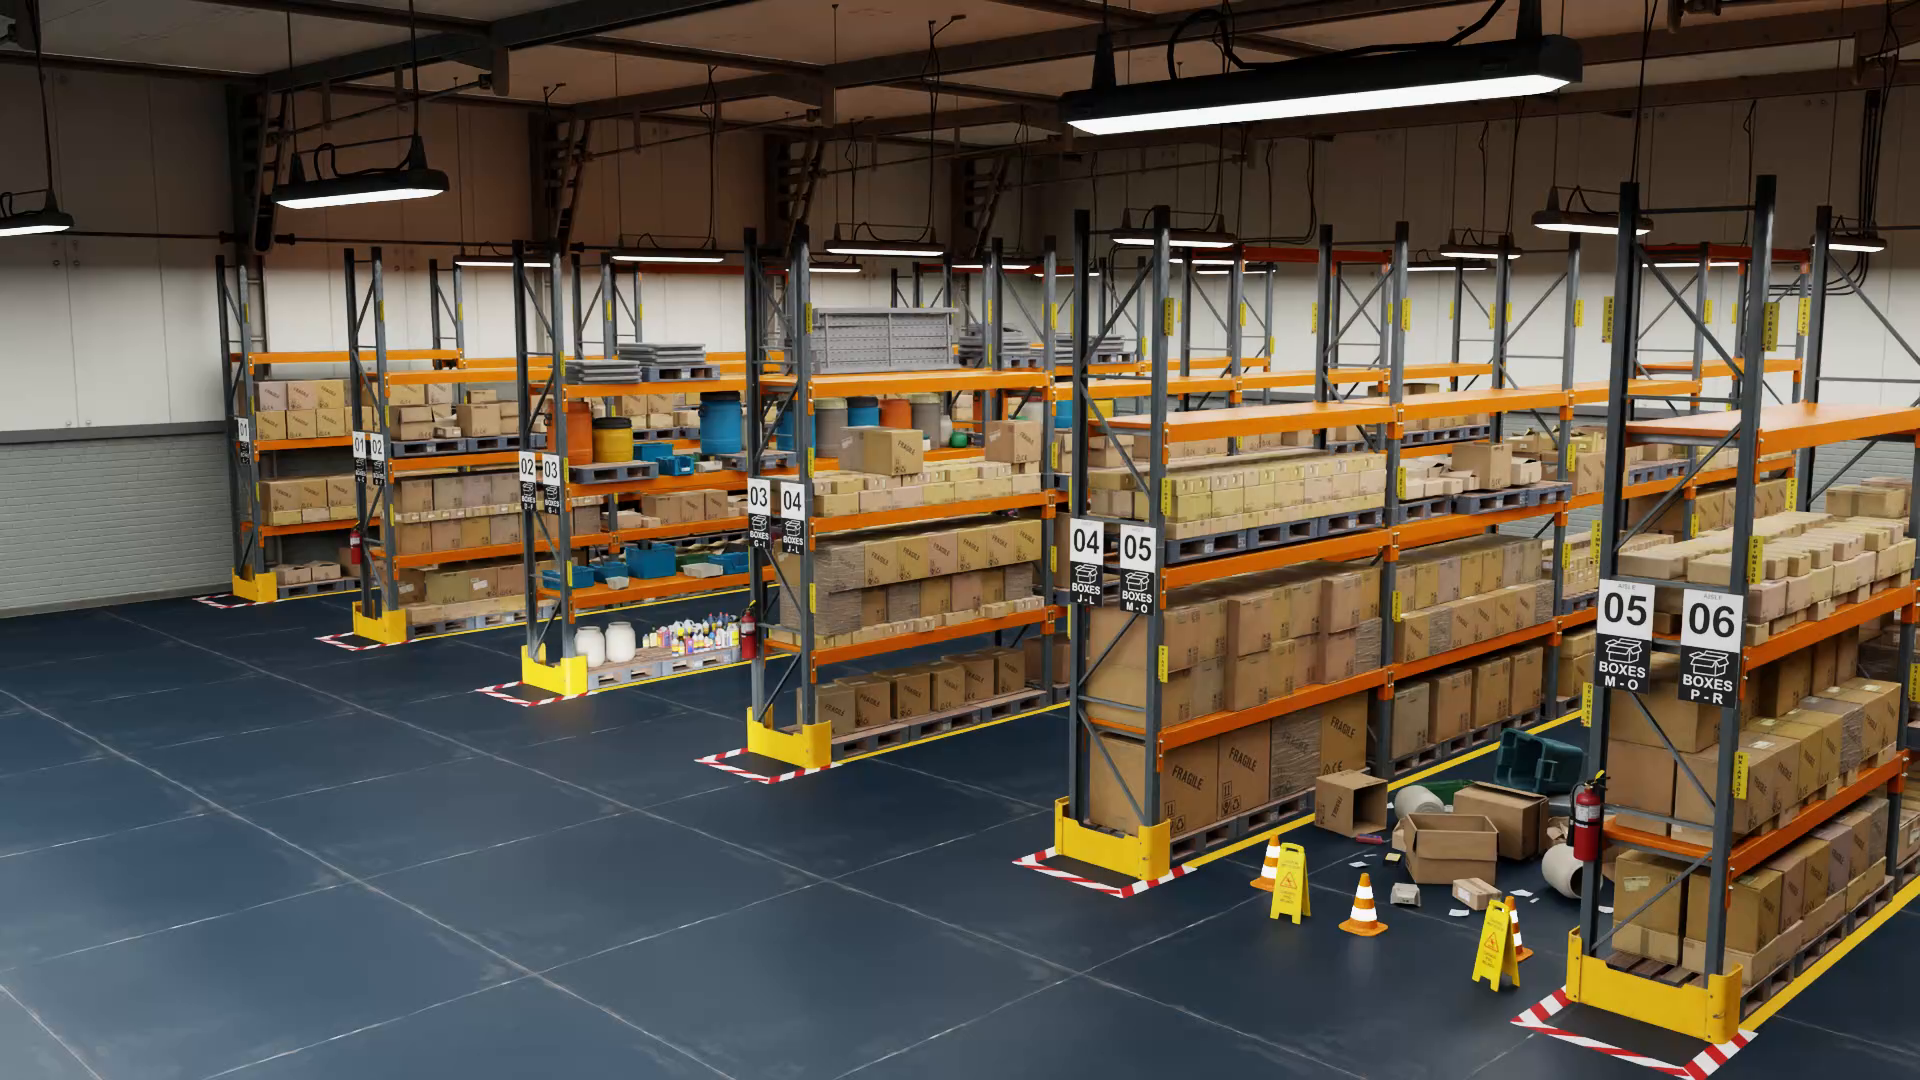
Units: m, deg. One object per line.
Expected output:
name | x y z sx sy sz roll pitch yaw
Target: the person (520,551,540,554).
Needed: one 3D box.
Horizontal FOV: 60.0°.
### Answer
person | -7.837 0.070 30.151 0.500 1.626 0.954 4 9 23
